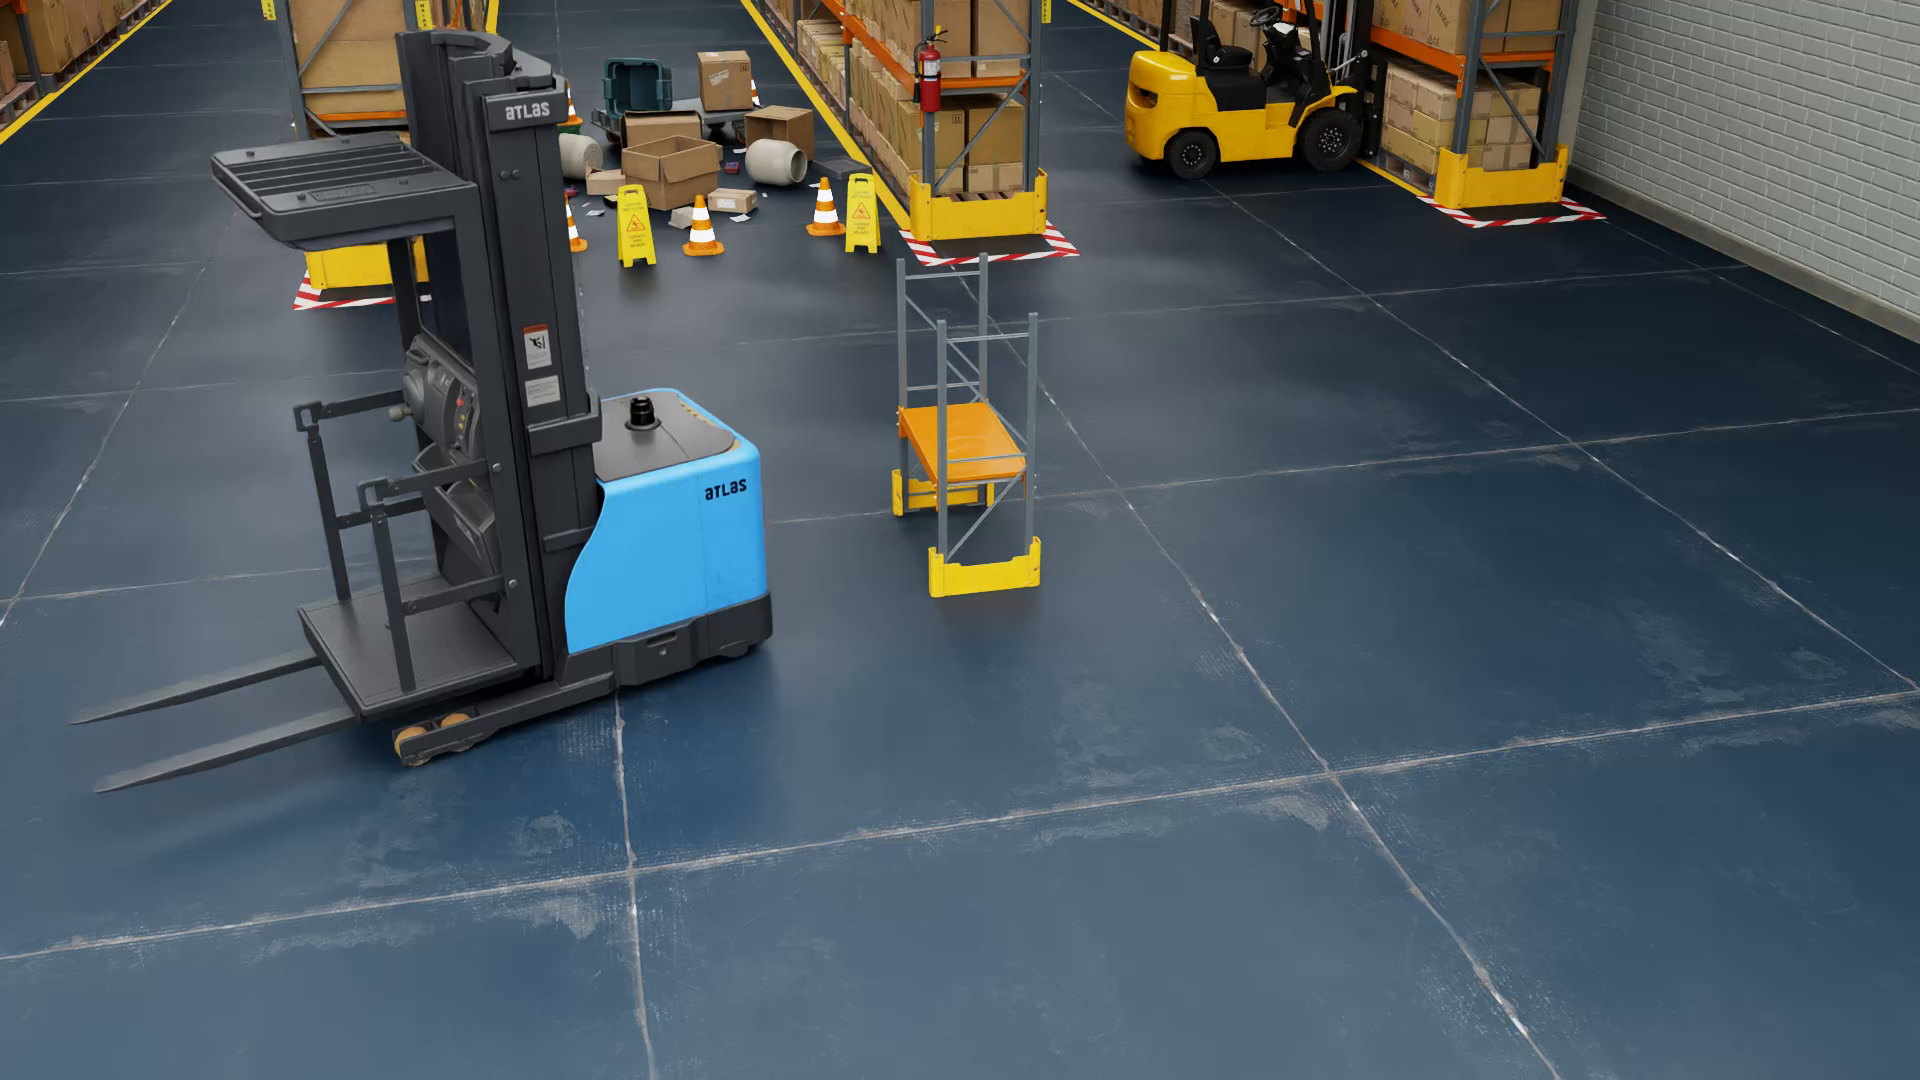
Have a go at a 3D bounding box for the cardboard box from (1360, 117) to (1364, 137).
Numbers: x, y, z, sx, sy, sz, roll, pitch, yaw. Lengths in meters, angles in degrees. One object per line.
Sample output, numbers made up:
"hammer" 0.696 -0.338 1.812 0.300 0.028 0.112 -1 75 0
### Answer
"cardboard box" 4.253 -4.319 17.064 0.500 0.250 0.500 -5 27 -10

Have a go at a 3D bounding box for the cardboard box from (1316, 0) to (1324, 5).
"cardboard box" 4.090 -5.872 17.444 0.500 0.500 0.500 -5 27 -11

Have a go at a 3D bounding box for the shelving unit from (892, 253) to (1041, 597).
"shelving unit" 0.017 -0.636 8.846 0.587 1.500 1.083 -6 27 -12

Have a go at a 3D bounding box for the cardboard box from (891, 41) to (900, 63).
"cardboard box" -0.405 -4.369 14.856 0.380 0.149 0.250 -5 27 -11

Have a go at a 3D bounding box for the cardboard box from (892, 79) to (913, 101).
"cardboard box" -0.405 -4.078 15.033 0.380 0.149 0.250 -5 27 -10

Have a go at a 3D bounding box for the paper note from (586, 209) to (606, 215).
"paper note" -3.312 -2.983 15.128 0.144 0.017 0.142 3 27 6

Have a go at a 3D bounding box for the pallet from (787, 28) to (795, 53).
"pallet" -1.730 -6.635 22.161 1.003 0.211 1.213 -6 27 -12

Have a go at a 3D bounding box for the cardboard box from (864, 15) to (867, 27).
"cardboard box" -0.747 -5.156 16.414 0.380 0.149 0.250 -5 27 -10

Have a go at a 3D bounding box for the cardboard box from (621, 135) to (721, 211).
"cardboard box" -2.685 -3.413 15.454 0.637 0.503 0.797 19 32 32

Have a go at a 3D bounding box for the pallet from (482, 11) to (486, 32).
"pallet" -7.150 -7.148 23.178 1.003 0.211 1.213 -6 27 -12

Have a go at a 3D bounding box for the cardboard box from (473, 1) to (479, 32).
"cardboard box" -6.453 -6.607 21.320 0.500 0.500 0.500 -6 27 -11

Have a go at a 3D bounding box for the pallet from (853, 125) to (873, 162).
"pallet" -0.538 -4.234 17.404 1.003 0.211 1.213 -6 27 -12

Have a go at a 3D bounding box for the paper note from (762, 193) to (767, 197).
"paper note" -1.842 -3.255 15.688 0.032 0.001 0.123 -6 27 -12

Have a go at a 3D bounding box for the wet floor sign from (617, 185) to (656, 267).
"wet floor sign" -2.687 -2.604 13.693 0.267 0.644 0.232 -11 29 -20

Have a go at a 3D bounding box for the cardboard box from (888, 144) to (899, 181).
"cardboard box" -0.376 -3.530 15.500 0.500 0.250 0.500 -6 27 -11

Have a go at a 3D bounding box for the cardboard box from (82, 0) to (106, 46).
"cardboard box" -11.816 -6.843 21.371 1.225 0.875 0.875 -7 28 -13

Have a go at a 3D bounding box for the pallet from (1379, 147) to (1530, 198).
"pallet" 4.799 -3.606 16.160 1.003 0.211 1.213 -6 27 -12

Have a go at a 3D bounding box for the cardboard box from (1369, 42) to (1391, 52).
"cardboard box" 4.143 -4.995 17.293 0.500 0.250 0.500 -5 27 -10

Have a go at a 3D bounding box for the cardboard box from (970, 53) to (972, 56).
"cardboard box" 0.232 -4.181 14.484 0.380 0.149 0.250 -6 27 -11

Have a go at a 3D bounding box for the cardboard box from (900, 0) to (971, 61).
"cardboard box" -0.213 -4.402 14.201 0.500 0.500 0.500 -6 27 -13

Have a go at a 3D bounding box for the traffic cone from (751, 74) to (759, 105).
"traffic cone" -2.367 -5.040 18.721 0.336 0.463 0.334 -6 27 -12

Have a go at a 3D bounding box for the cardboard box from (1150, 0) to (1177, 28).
"cardboard box" 2.905 -7.267 22.627 0.500 0.500 0.500 -5 27 -10

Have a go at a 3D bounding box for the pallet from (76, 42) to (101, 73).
"pallet" -11.656 -6.163 21.226 1.003 0.211 1.213 -6 27 -12

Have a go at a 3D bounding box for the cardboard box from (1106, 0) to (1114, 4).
"cardboard box" 2.436 -8.172 24.419 0.500 0.500 0.500 -7 28 -13

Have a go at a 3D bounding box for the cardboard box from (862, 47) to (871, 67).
"cardboard box" -0.767 -4.781 16.428 0.380 0.149 0.250 -5 27 -10

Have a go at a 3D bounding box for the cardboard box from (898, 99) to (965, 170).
"cardboard box" -0.257 -3.634 14.874 0.500 0.500 0.500 -6 27 -11

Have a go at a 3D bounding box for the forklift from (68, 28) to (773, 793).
"forklift" -2.431 -0.591 7.169 3.031 2.935 1.130 -17 31 -30

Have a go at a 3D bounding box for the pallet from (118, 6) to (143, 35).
"pallet" -12.277 -7.373 23.622 1.003 0.211 1.213 -6 27 -12

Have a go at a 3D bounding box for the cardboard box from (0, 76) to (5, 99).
"cardboard box" -10.973 -5.066 18.243 0.700 0.500 0.500 -8 28 -16

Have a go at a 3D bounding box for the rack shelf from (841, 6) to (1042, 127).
"rack shelf" -0.273 -4.571 15.775 1.077 0.370 4.000 -6 27 -12

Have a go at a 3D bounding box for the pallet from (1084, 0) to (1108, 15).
"pallet" 2.528 -8.189 25.241 1.003 0.211 1.213 -6 27 -12

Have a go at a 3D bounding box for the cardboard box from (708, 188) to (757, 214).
"cardboard box" -2.086 -3.111 15.249 0.380 0.149 0.250 8 28 15

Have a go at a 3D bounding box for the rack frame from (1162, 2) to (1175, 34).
"rack frame" 3.210 -8.032 21.834 1.000 3.000 0.127 -6 27 -12

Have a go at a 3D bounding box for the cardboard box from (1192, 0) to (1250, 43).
"cardboard box" 3.492 -6.598 21.162 0.875 0.625 0.625 -5 27 -10

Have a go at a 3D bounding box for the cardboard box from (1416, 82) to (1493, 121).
"cardboard box" 4.605 -4.096 15.513 0.500 0.250 0.500 -5 27 -10

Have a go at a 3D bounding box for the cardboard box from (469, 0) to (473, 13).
"cardboard box" -6.345 -6.713 20.696 0.500 0.250 0.500 -7 28 -14

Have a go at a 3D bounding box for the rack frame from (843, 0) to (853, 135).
"rack frame" -0.724 -5.770 17.353 1.000 3.000 0.127 -6 27 -12

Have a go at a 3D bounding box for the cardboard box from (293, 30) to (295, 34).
"cardboard box" -4.895 -3.931 13.544 0.875 0.550 0.550 -6 27 -12

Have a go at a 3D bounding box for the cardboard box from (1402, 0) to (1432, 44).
"cardboard box" 4.538 -4.982 15.681 0.500 0.500 0.500 -5 27 -10

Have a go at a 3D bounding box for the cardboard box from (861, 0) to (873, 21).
"cardboard box" -0.660 -5.286 15.953 0.500 0.500 0.500 -6 27 -12

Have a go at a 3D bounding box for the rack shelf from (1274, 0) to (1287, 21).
"rack shelf" 3.660 -6.832 20.256 1.077 0.370 4.000 -6 27 -12

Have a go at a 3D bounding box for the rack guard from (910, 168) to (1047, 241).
"rack guard" 0.160 -2.931 14.503 1.175 0.500 0.348 -6 27 -12

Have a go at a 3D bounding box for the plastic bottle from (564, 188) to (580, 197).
"plastic bottle" -3.732 -3.265 15.651 0.283 0.061 0.133 -16 31 -29

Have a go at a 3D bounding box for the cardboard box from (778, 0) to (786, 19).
"cardboard box" -2.098 -7.861 23.388 0.875 0.875 0.875 -5 27 -10

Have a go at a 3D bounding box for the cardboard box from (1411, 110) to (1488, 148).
"cardboard box" 4.598 -3.885 15.648 0.500 0.250 0.500 -6 27 -12

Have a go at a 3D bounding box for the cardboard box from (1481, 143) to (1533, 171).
"cardboard box" 5.092 -3.715 15.867 0.500 0.250 0.500 -6 27 -11

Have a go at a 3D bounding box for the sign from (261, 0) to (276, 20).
"sign" -5.154 -4.041 12.378 0.100 0.325 0.005 -6 27 -12

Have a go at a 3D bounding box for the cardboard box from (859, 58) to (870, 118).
"cardboard box" -0.722 -4.544 16.678 0.500 0.500 0.500 -5 27 -10

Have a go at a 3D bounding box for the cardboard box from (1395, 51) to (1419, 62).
"cardboard box" 4.762 -4.821 16.949 0.500 0.250 0.500 -6 27 -13

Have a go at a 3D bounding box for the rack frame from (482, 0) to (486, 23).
"rack frame" -7.327 -8.735 23.227 1.000 3.000 0.127 -6 27 -12

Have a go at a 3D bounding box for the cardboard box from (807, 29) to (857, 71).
"cardboard box" -1.334 -5.968 20.196 0.950 0.372 0.625 -6 27 -13

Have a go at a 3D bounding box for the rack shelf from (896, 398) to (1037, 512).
"rack shelf" 0.019 -0.472 8.919 0.538 0.185 1.000 -6 27 -12

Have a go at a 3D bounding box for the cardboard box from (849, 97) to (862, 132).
"cardboard box" -0.854 -4.443 17.310 0.500 0.250 0.500 -7 28 -14

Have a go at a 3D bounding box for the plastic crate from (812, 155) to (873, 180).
"plastic crate" -1.169 -3.694 16.480 0.402 0.080 0.583 -16 31 -29

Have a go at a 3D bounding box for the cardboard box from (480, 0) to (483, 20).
"cardboard box" -6.915 -7.507 23.103 0.500 0.500 0.500 -6 27 -13

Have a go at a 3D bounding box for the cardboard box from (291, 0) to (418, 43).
"cardboard box" -4.668 -4.183 12.843 0.875 0.550 0.550 -6 27 -12
